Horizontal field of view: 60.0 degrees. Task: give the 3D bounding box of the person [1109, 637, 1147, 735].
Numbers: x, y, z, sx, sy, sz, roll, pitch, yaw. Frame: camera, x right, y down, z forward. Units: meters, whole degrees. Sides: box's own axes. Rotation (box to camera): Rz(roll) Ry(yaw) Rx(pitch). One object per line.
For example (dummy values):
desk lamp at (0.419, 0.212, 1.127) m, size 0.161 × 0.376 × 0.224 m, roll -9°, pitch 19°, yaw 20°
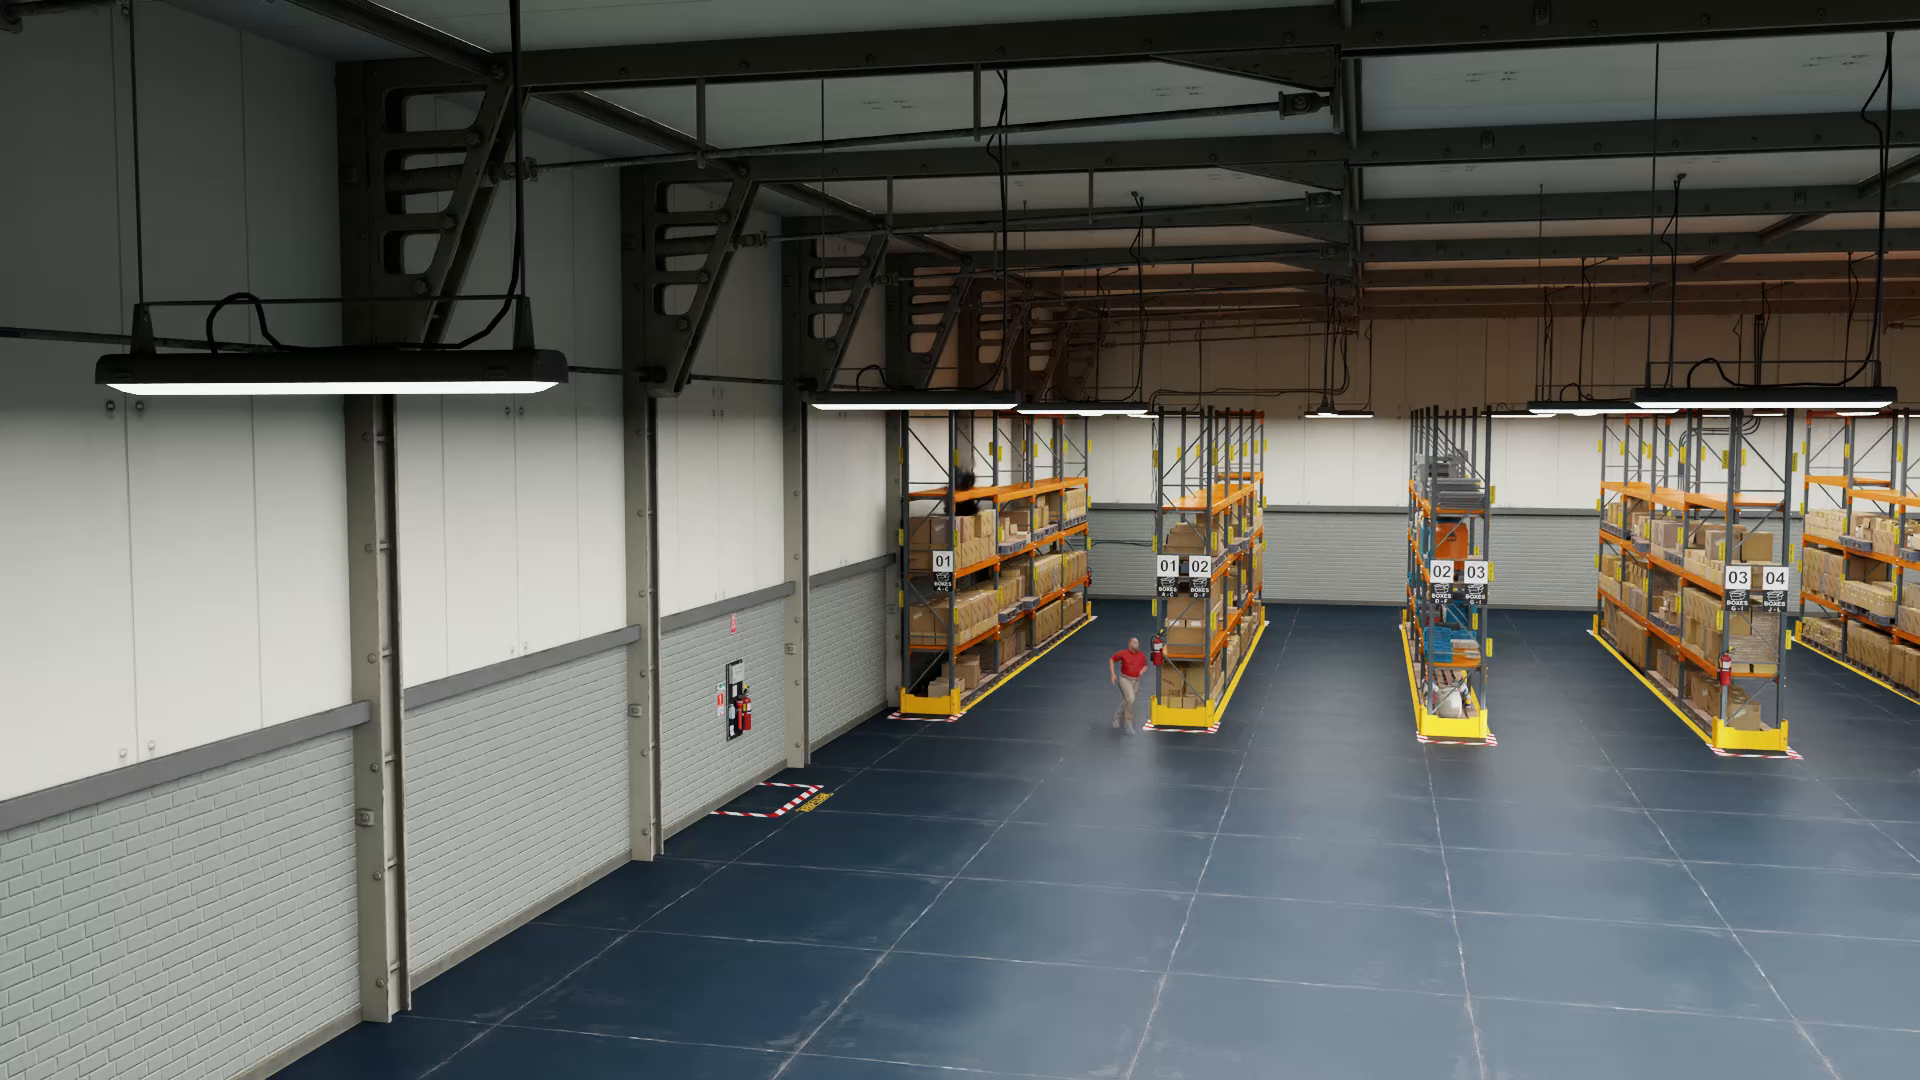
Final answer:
person at (3.167, 2.668, 30.689) m, size 0.663 × 1.729 × 0.813 m, roll -2°, pitch 5°, yaw -29°
